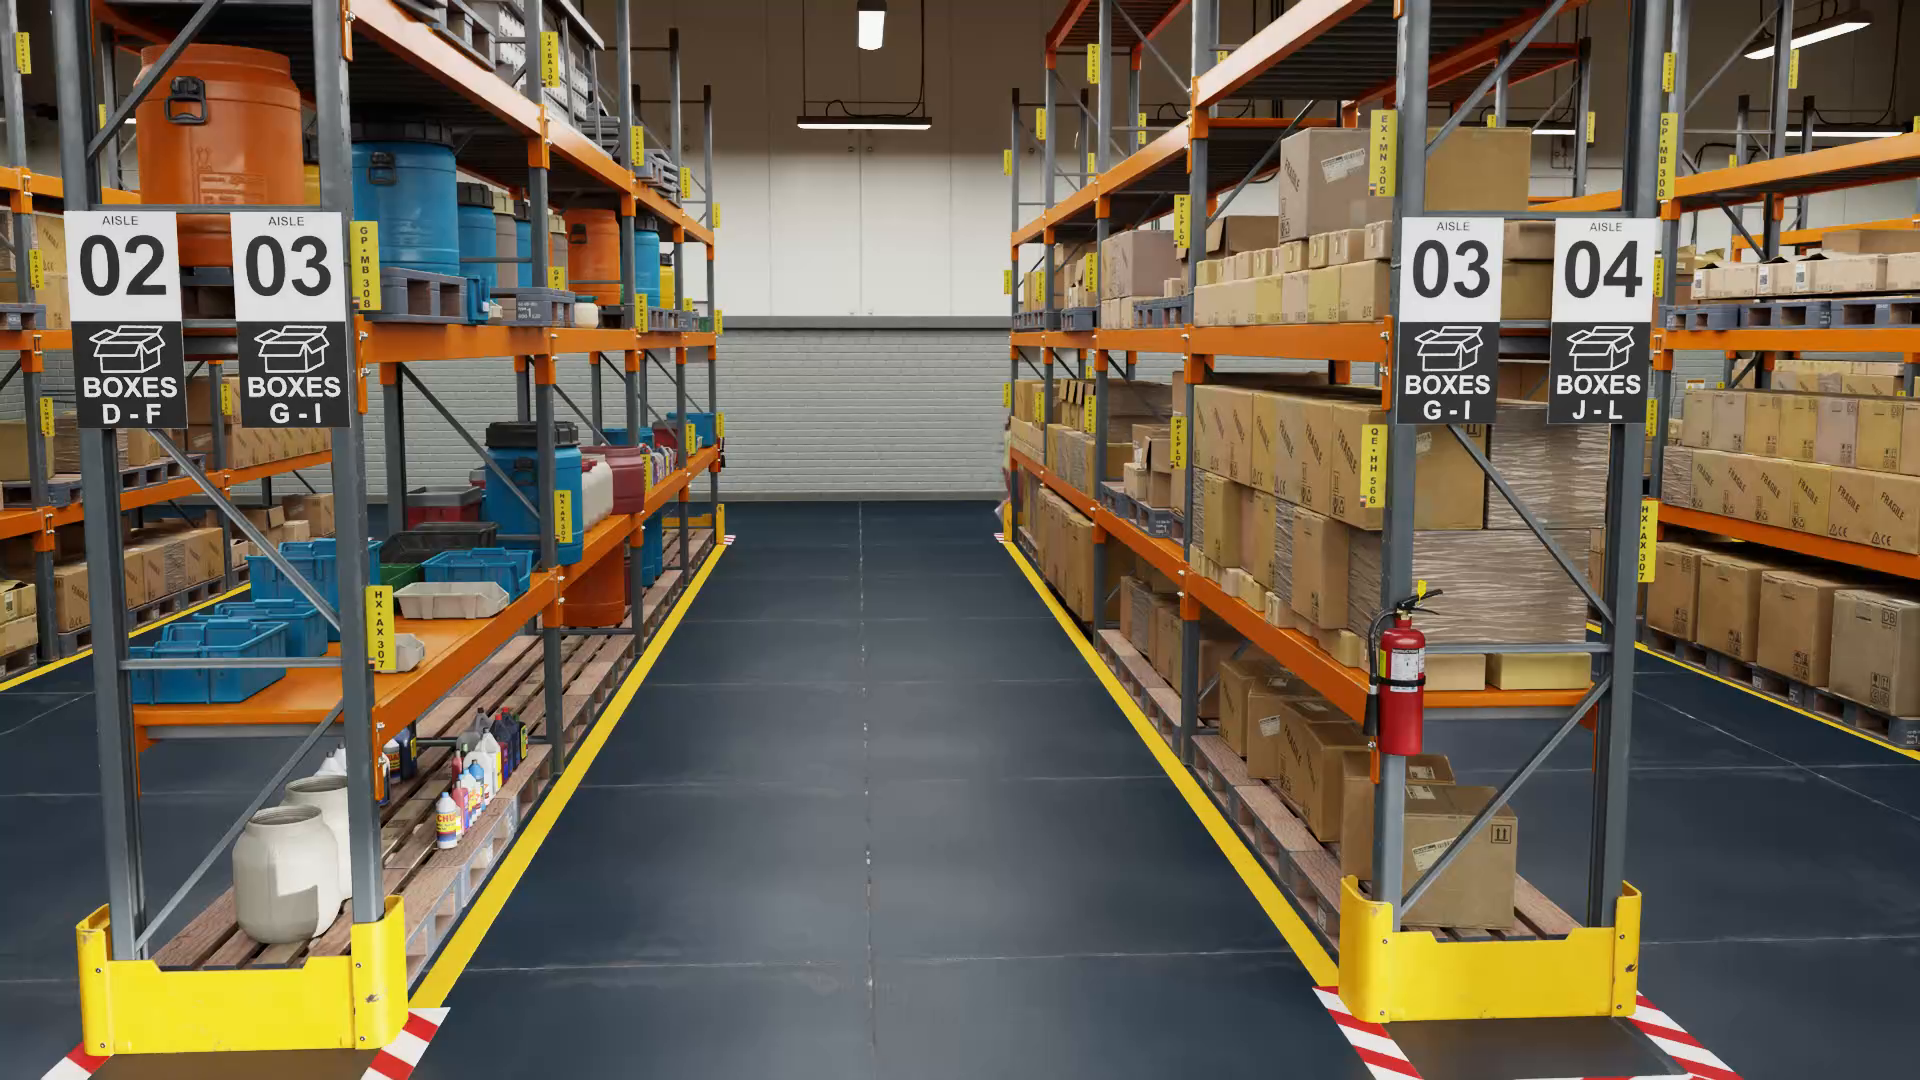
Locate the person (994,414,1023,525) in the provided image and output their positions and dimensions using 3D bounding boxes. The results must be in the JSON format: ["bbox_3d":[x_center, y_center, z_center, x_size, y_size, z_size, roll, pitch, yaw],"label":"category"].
[{"bbox_3d":[0.708,-0.998,23.837,0.510,1.659,0.512,-2,7,-17],"label":"person"}]
